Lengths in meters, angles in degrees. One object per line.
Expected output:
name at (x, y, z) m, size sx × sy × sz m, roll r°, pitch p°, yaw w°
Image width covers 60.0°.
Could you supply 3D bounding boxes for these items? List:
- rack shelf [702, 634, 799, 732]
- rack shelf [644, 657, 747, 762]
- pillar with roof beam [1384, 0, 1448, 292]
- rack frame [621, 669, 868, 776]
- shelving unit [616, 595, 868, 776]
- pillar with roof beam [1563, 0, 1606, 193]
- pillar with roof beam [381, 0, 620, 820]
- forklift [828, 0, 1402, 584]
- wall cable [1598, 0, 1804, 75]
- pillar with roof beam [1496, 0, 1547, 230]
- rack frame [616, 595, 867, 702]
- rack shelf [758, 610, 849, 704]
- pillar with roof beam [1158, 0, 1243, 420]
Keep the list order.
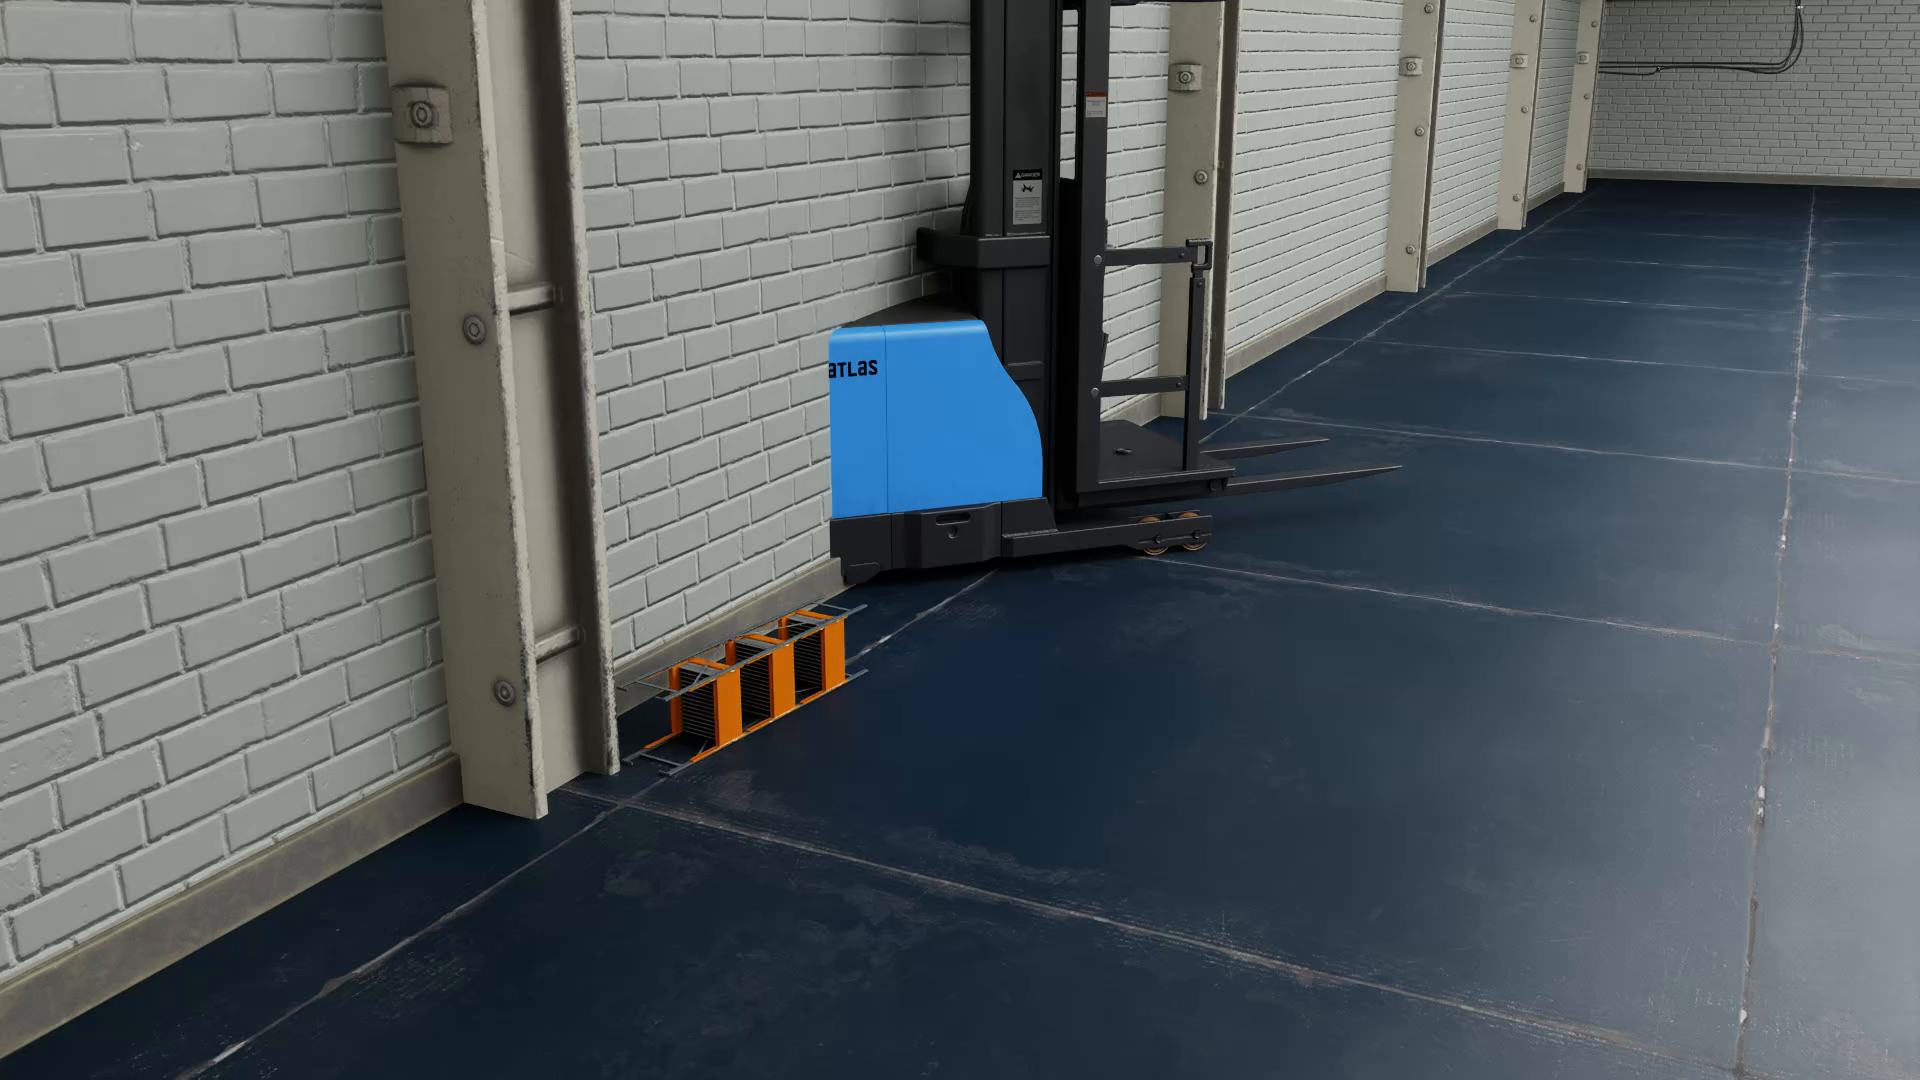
rack shelf at (-0.697, 0.463, 5.512) m, size 0.215 × 0.240 × 0.259 m, roll 10°, pitch 19°, yaw 31°
rack shelf at (-0.846, 0.530, 5.287) m, size 0.215 × 0.240 × 0.259 m, roll 10°, pitch 19°, yaw 31°
pillar with roof beam at (7.941, -6.084, 12.203) m, size 9.100 × 9.000 × 0.400 m, roll 8°, pitch 18°, yaw 25°
rack frame at (-0.692, 0.577, 5.556) m, size 0.200 × 0.008 × 1.050 m, roll 10°, pitch 19°, yaw 31°
shelving unit at (-0.692, 0.460, 5.521) m, size 0.215 × 0.252 × 1.050 m, roll 10°, pitch 19°, yaw 31°
pillar with roof beam at (13.303, -9.140, 22.494) m, size 9.100 × 9.000 × 0.400 m, roll 8°, pitch 18°, yaw 25°
pillar with roof beam at (2.579, -3.027, 1.912) m, size 9.100 × 9.000 × 0.400 m, roll 8°, pitch 18°, yaw 25°
forklift at (0.580, -1.471, 7.328) m, size 3.031 × 2.935 × 1.130 m, roll -6°, pitch 18°, yaw -21°
wall cable at (11.951, -8.782, 26.740) m, size 3.097 × 2.526 × 0.112 m, roll 8°, pitch 18°, yaw 25°
pillar with roof beam at (10.622, -7.612, 17.348) m, size 9.100 × 9.000 × 0.400 m, roll 8°, pitch 18°, yaw 25°
rack frame at (-0.692, 0.343, 5.486) m, size 0.200 × 0.008 × 1.050 m, roll 10°, pitch 19°, yaw 31°
rack shelf at (-0.546, 0.395, 5.743) m, size 0.215 × 0.240 × 0.259 m, roll 10°, pitch 19°, yaw 31°
pillar with roof beam at (5.260, -4.556, 7.057) m, size 9.100 × 9.000 × 0.400 m, roll 8°, pitch 18°, yaw 25°
